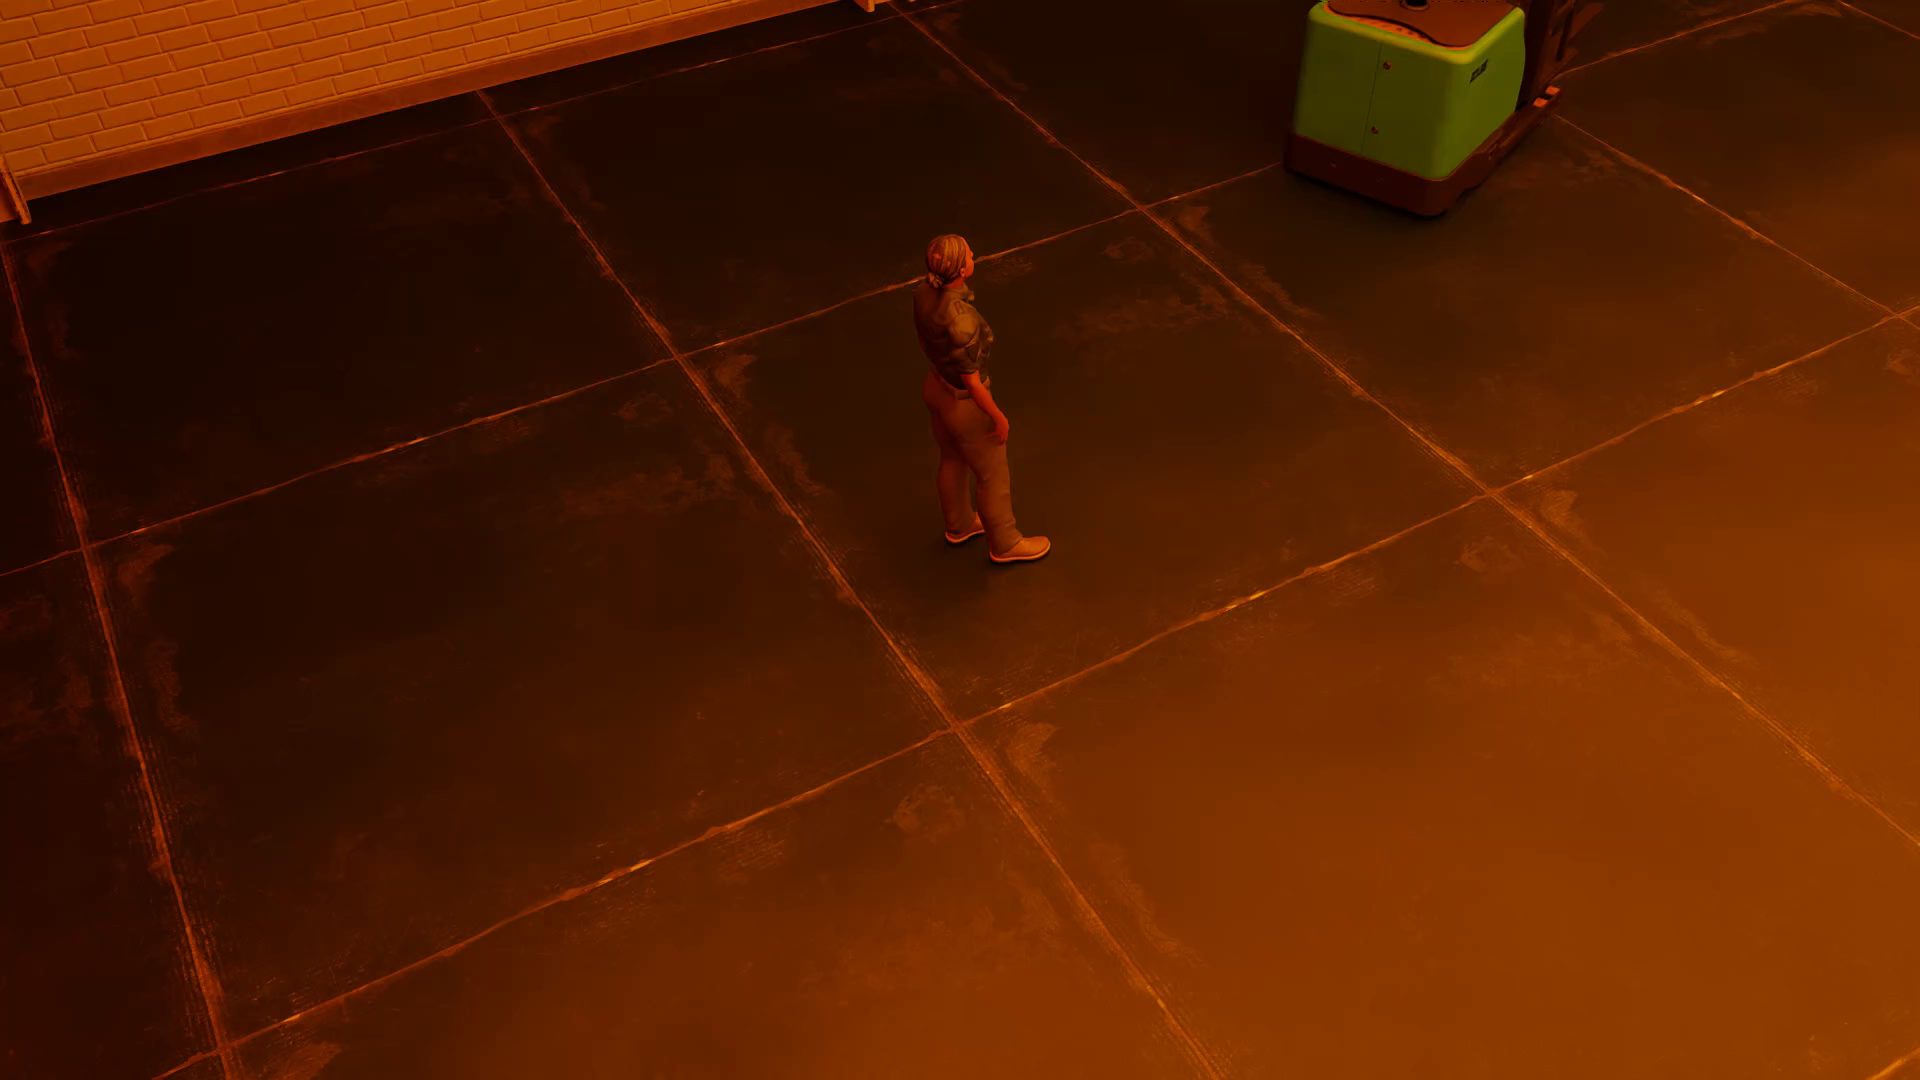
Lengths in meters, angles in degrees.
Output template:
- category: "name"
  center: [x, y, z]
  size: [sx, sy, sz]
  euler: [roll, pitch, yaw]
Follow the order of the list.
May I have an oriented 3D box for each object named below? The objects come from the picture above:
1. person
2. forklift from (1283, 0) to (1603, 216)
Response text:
- category: "person"
  center: [0.086, -0.629, 7.305]
  size: [0.504, 1.654, 0.569]
  euler: [-21, 47, -21]
- category: "forklift"
  center: [3.281, -3.940, 9.946]
  size: [1.130, 2.935, 3.031]
  euler: [27, 49, 26]
